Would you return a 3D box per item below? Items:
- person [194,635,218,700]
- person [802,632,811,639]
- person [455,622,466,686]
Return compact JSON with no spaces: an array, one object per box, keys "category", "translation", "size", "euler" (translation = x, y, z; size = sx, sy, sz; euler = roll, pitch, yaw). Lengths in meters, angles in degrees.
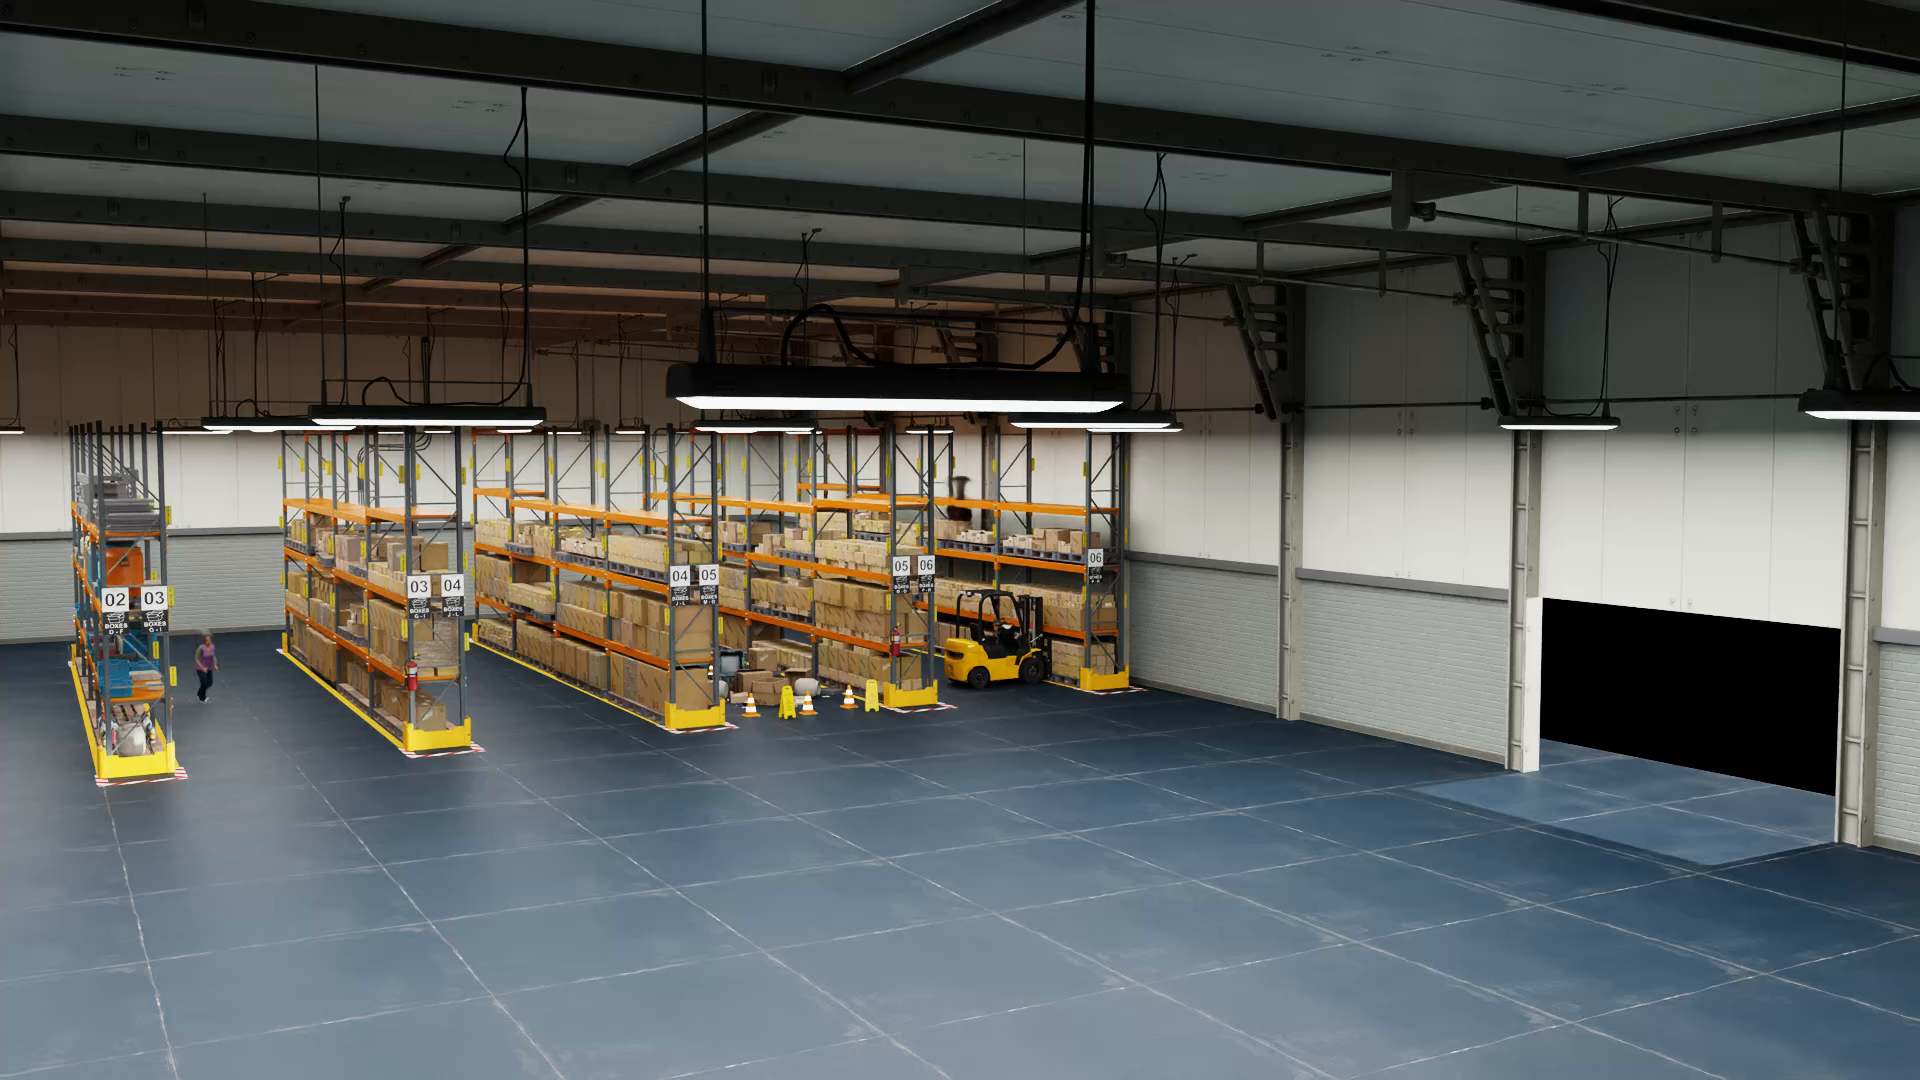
[{"category":"person","translation":[-16.218,2.723,35.616],"size":[0.693,1.433,0.496],"euler":[2,4,30]},{"category":"person","translation":[-4.463,1.975,47.253],"size":[0.849,1.655,0.722],"euler":[2,4,31]},{"category":"person","translation":[-11.852,2.533,38.702],"size":[0.694,1.695,1.023],"euler":[-3,5,-43]}]
